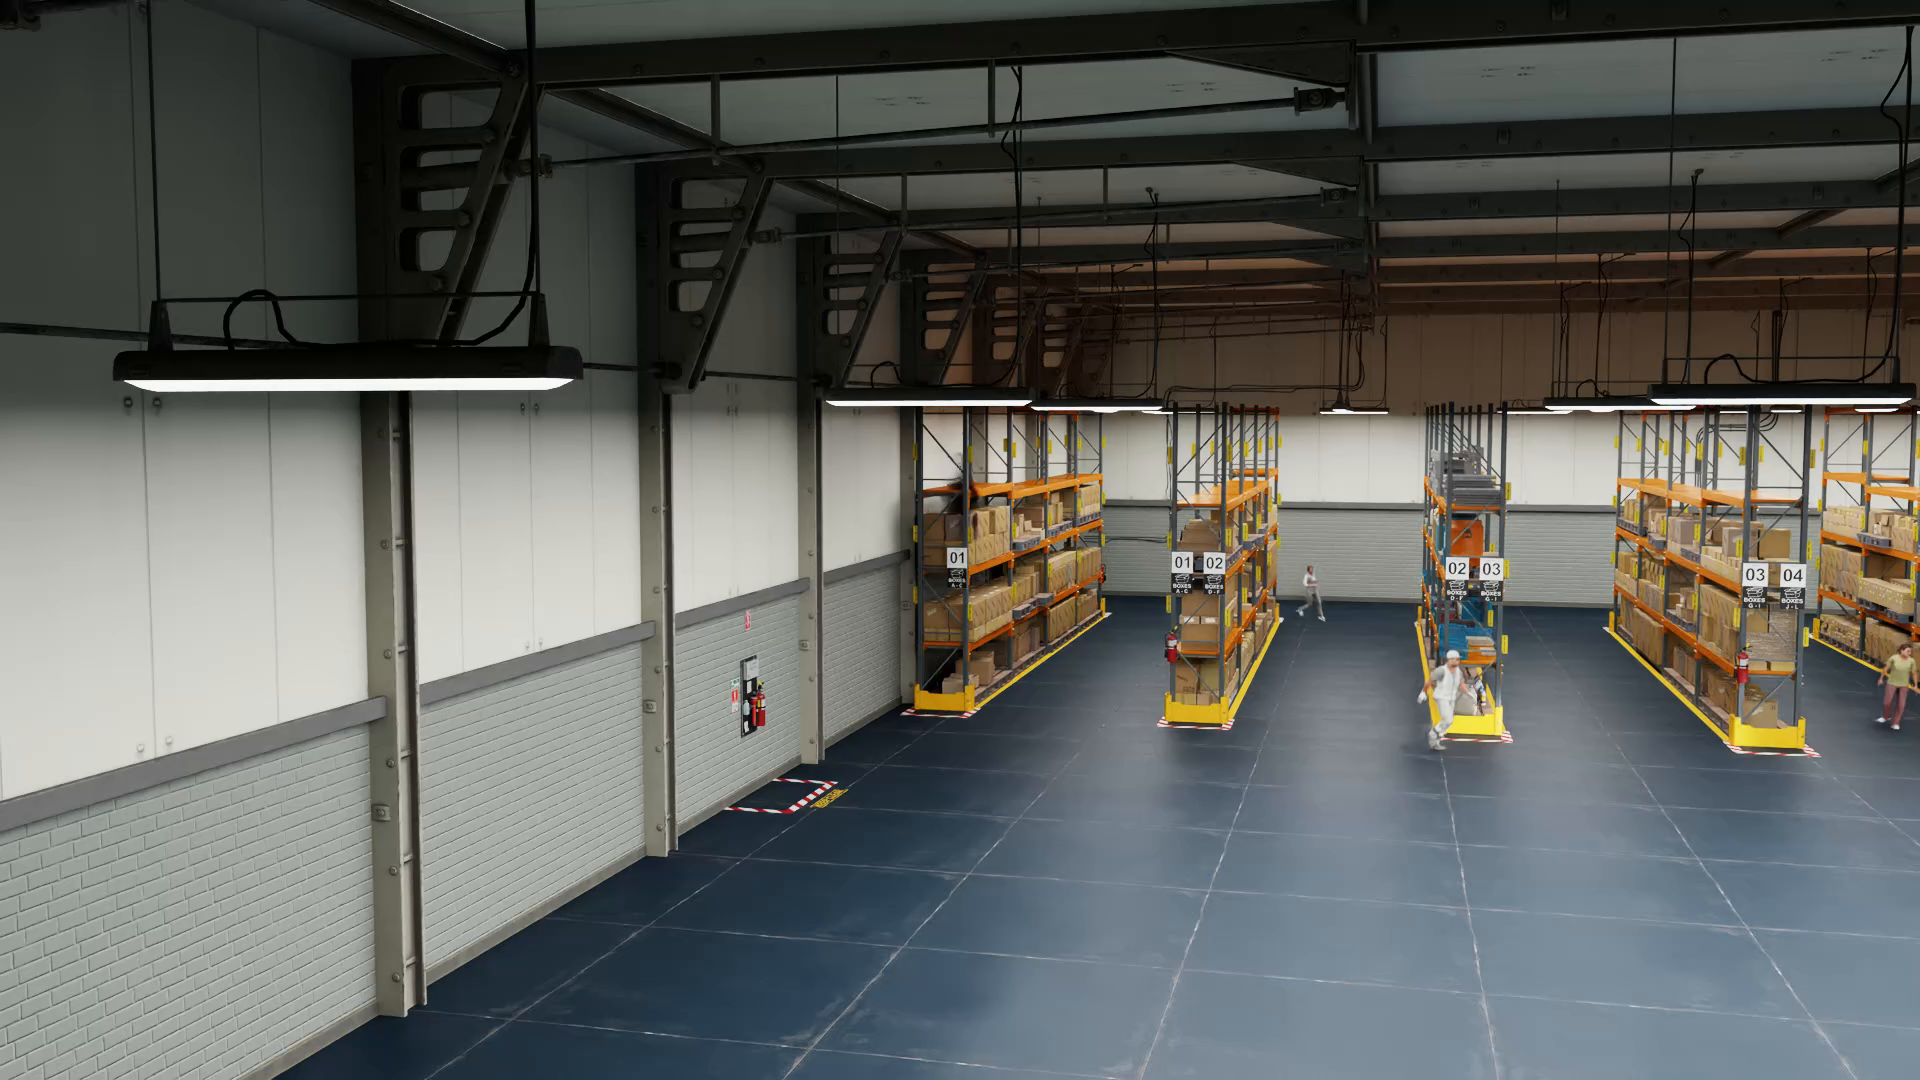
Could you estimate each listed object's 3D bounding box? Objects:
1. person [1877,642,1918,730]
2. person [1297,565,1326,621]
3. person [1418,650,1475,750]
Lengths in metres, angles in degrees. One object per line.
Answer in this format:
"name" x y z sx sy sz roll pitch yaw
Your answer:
"person" 17.177 2.659 30.457 0.619 1.624 0.552 2 4 20
"person" 9.890 1.508 46.955 0.573 1.546 0.810 -3 5 -39
"person" 8.352 2.747 28.445 0.655 1.740 0.809 -3 5 -34
